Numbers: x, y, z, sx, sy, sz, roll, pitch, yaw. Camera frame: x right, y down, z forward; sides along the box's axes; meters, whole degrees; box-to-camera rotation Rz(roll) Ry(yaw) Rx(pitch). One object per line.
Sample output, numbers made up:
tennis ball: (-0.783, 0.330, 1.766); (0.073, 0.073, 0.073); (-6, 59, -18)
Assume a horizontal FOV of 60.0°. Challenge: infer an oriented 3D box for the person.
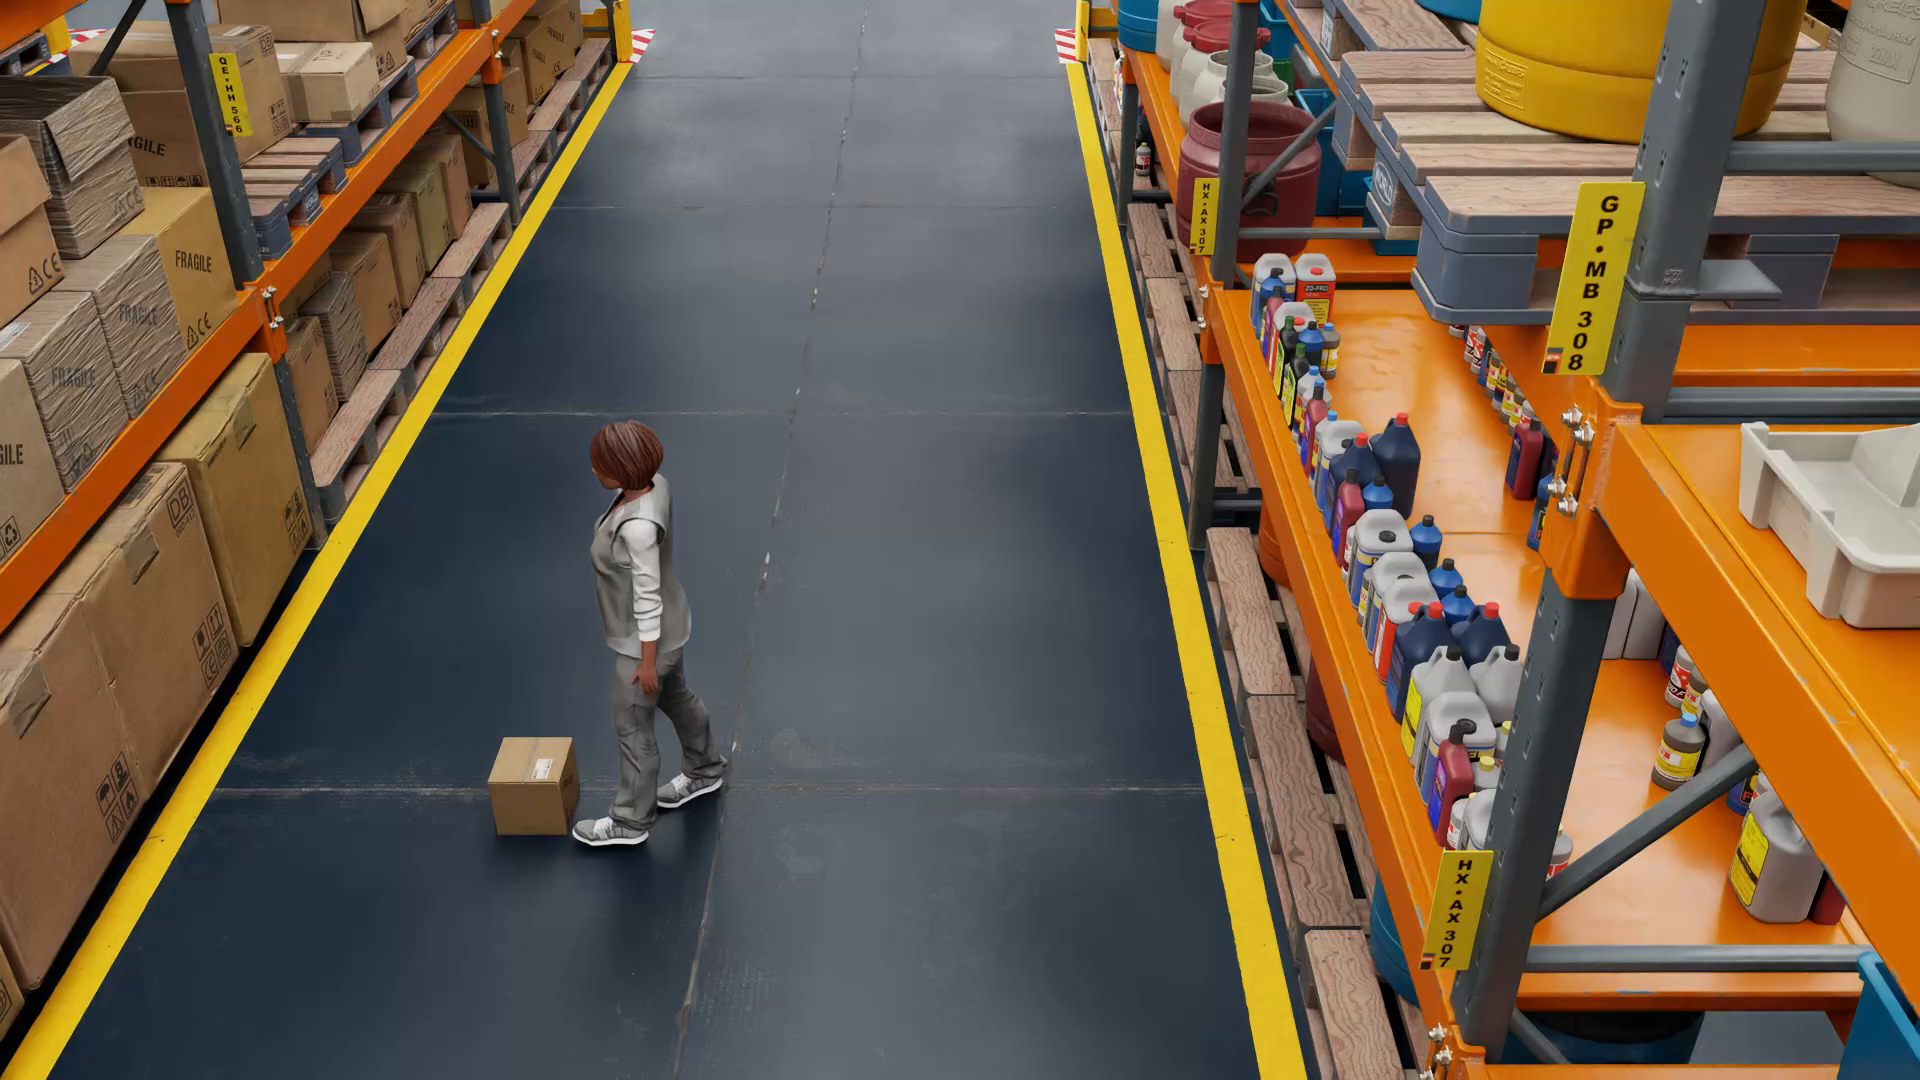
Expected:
person: (-1.115, 0.328, 5.626); (0.548, 1.589, 0.433); (-3, 32, -5)
